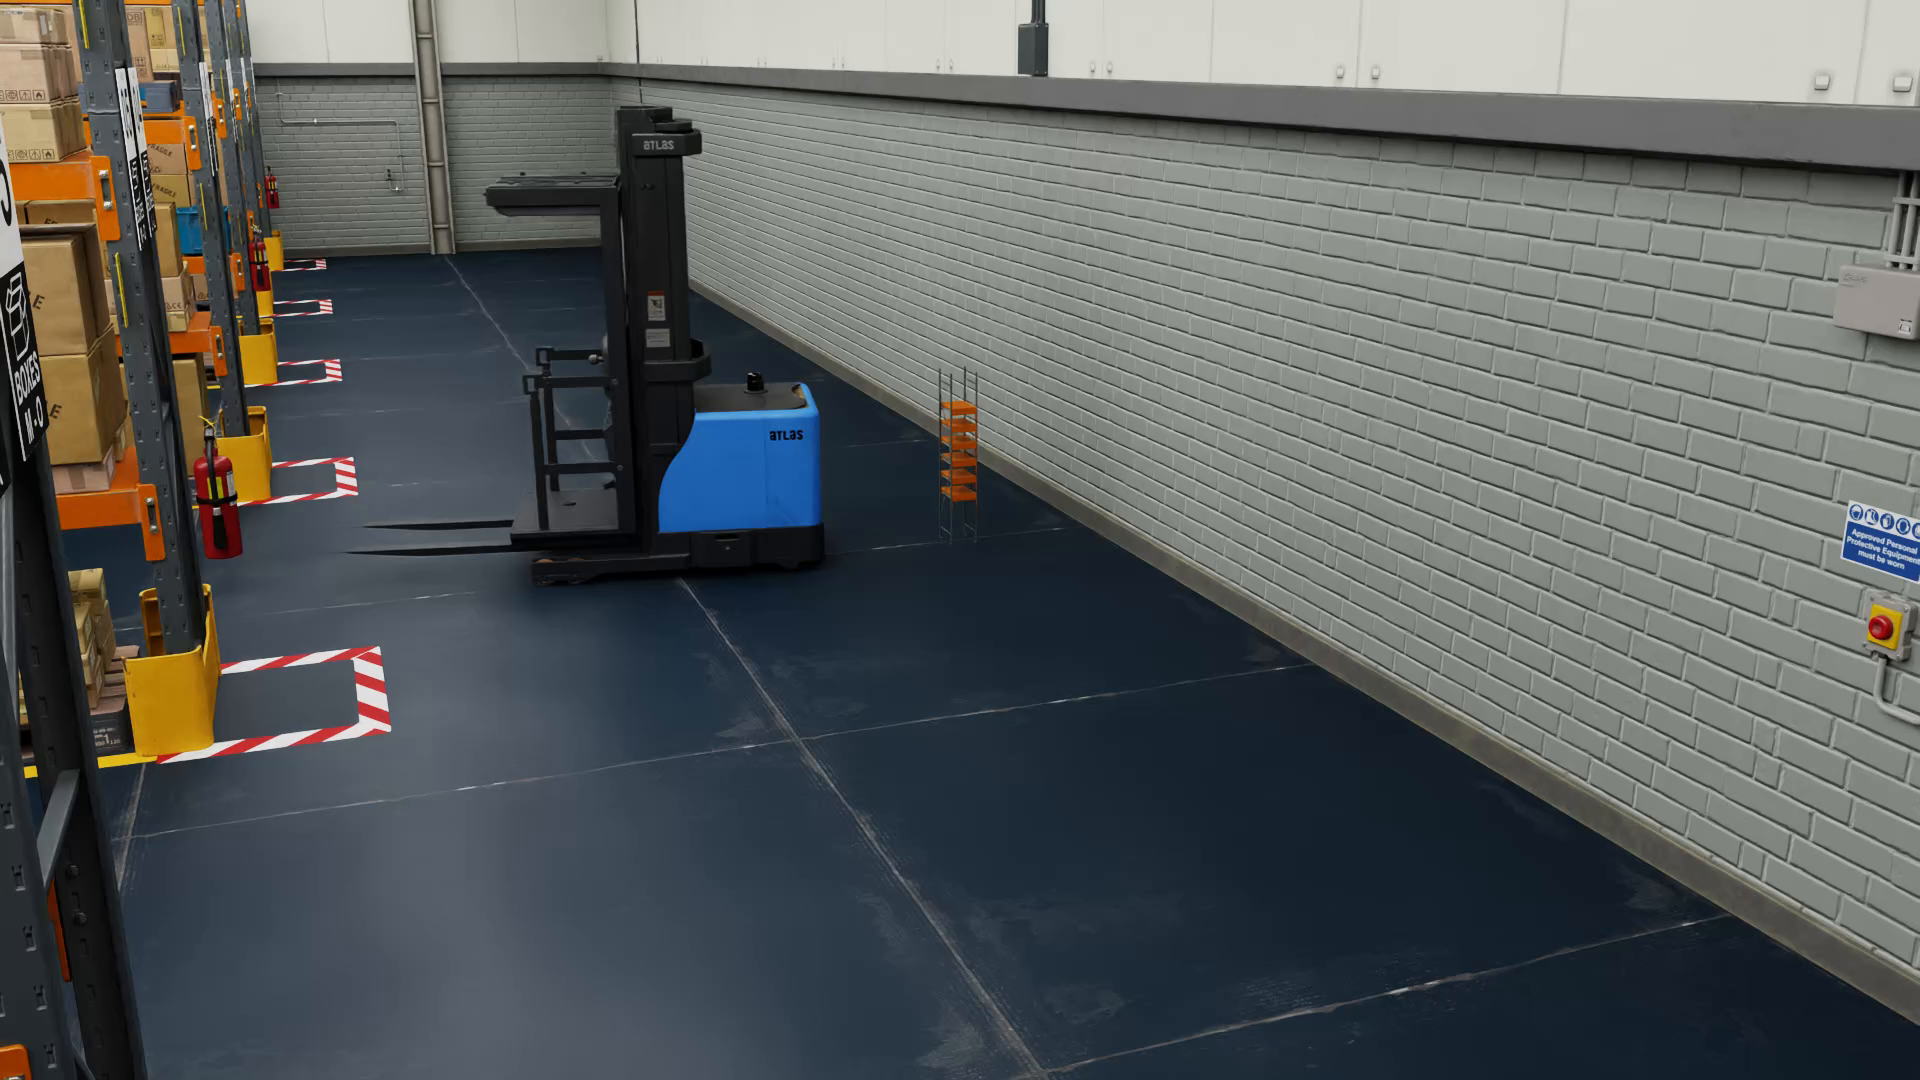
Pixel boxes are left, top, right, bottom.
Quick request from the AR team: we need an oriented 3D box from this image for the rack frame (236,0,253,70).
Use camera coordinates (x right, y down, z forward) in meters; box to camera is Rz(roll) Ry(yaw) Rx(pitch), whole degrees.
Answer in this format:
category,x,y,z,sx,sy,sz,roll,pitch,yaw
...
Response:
category,x,y,z,sx,sy,sz,roll,pitch,yaw
rack frame,-10.949,-8.668,25.143,0.127,3.000,1.000,-6,17,-20

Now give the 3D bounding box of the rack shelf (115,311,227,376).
category,x,y,z,sx,sy,sz,roll,pitch,yaw
rack shelf,-7.499,-1.333,12.089,4.000,0.370,1.077,-6,17,-20

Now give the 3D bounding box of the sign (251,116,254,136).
category,x,y,z,sx,sy,sz,roll,pitch,yaw
sign,-10.768,-6.314,25.301,0.005,0.325,0.100,-6,17,-20

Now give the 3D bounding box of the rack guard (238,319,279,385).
category,x,y,z,sx,sy,sz,roll,pitch,yaw
rack guard,-7.386,-1.989,17.484,0.348,0.500,1.175,-6,17,-20

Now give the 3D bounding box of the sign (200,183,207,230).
category,x,y,z,sx,sy,sz,roll,pitch,yaw
sign,-5.451,-2.404,11.987,0.005,0.325,0.100,-6,17,-20

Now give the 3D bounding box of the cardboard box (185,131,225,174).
category,x,y,z,sx,sy,sz,roll,pitch,yaw
cardboard box,-9.490,-4.897,20.997,0.500,0.500,0.500,-6,18,-21

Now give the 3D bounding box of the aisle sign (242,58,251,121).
category,x,y,z,sx,sy,sz,roll,pitch,yaw
aisle sign,-9.214,-5.818,21.472,0.004,0.787,0.394,-6,17,-20

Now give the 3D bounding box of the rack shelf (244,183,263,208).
category,x,y,z,sx,sy,sz,roll,pitch,yaw
rack shelf,-12.817,-5.242,25.403,4.000,0.370,1.077,-6,17,-20

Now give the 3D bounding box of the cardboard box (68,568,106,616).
category,x,y,z,sx,sy,sz,roll,pitch,yaw
cardboard box,-4.562,0.280,8.579,0.250,0.149,0.380,-7,18,-23

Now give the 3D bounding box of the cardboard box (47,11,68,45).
category,x,y,z,sx,sy,sz,roll,pitch,yaw
cardboard box,-4.335,-2.390,7.761,0.250,0.149,0.380,-6,18,-21

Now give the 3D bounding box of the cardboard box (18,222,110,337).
category,x,y,z,sx,sy,sz,roll,pitch,yaw
cardboard box,-4.466,-1.259,8.083,0.500,0.500,0.500,-6,17,-20

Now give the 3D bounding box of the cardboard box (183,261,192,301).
category,x,y,z,sx,sy,sz,roll,pitch,yaw
cardboard box,-6.177,-1.973,12.731,0.500,0.250,0.500,-7,18,-22

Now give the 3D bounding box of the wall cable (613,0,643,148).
category,x,y,z,sx,sy,sz,roll,pitch,yaw
wall cable,-5.540,-7.654,27.202,0.112,2.526,3.097,-6,17,-20

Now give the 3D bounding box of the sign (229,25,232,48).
category,x,y,z,sx,sy,sz,roll,pitch,yaw
sign,-8.993,-6.202,20.500,0.005,0.325,0.100,-6,17,-20

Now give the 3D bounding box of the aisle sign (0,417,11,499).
category,x,y,z,sx,sy,sz,roll,pitch,yaw
aisle sign,-1.908,-0.445,3.176,0.004,0.787,0.394,-6,17,-20

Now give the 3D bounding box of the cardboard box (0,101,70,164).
category,x,y,z,sx,sy,sz,roll,pitch,yaw
cardboard box,-4.282,-1.816,7.401,0.500,0.250,0.500,-7,18,-21

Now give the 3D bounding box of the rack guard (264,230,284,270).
category,x,y,z,sx,sy,sz,roll,pitch,yaw
rack guard,-10.927,-4.592,26.349,0.348,0.500,1.175,-6,17,-20

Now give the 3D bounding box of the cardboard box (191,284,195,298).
category,x,y,z,sx,sy,sz,roll,pitch,yaw
cardboard box,-10.003,-3.201,21.423,0.250,0.166,0.380,-6,17,-20

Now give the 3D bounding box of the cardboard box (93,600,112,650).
category,x,y,z,sx,sy,sz,roll,pitch,yaw
cardboard box,-4.533,0.445,8.547,0.250,0.149,0.380,-5,17,-18

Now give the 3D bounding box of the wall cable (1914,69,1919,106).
category,x,y,z,sx,sy,sz,roll,pitch,yaw
wall cable,3.125,-2.798,5.156,0.029,3.000,0.463,-6,17,-20

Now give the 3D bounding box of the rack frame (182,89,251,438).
category,x,y,z,sx,sy,sz,roll,pitch,yaw
rack frame,-5.632,-1.879,12.674,0.127,3.000,1.000,-6,17,-20

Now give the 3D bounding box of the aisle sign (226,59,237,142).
category,x,y,z,sx,sy,sz,roll,pitch,yaw
aisle sign,-7.232,-4.360,16.508,0.004,0.787,0.394,-6,17,-20

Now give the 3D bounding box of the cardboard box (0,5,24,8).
category,x,y,z,sx,sy,sz,roll,pitch,yaw
cardboard box,-11.486,-6.174,20.023,0.500,0.500,0.700,-6,17,-20

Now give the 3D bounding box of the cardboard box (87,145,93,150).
category,x,y,z,sx,sy,sz,roll,pitch,yaw
cardboard box,-10.924,-4.740,20.465,0.500,0.500,0.500,-6,17,-18

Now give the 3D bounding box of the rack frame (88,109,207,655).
category,x,y,z,sx,sy,sz,roll,pitch,yaw
rack frame,-3.951,-0.564,8.196,0.127,3.000,1.000,-6,17,-20

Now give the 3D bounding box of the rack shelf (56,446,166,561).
category,x,y,z,sx,sy,sz,roll,pitch,yaw
rack shelf,-5.819,-0.017,7.611,4.000,0.370,1.077,-6,17,-20

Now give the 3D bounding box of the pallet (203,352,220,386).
category,x,y,z,sx,sy,sz,roll,pitch,yaw
pallet,-8.188,-1.772,17.257,1.213,0.211,1.003,-6,17,-20

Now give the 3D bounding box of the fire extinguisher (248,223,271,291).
category,x,y,z,sx,sy,sz,roll,pitch,yaw
fire extinguisher,-7.101,-2.862,16.820,0.183,0.674,0.296,-6,17,-20

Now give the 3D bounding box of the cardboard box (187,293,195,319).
category,x,y,z,sx,sy,sz,roll,pitch,yaw
cardboard box,-6.081,-1.810,12.884,0.250,0.149,0.380,-6,17,-19

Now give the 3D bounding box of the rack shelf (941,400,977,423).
category,x,y,z,sx,sy,sz,roll,pitch,yaw
rack shelf,-0.014,-0.877,11.335,0.180,0.103,0.258,-6,17,-20

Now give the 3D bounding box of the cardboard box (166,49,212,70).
category,x,y,z,sx,sy,sz,roll,pitch,yaw
cardboard box,-9.562,-5.974,20.675,0.500,0.250,0.500,-6,17,-20

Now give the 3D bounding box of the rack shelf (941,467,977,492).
category,x,y,z,sx,sy,sz,roll,pitch,yaw
rack shelf,-0.014,-0.416,11.471,0.180,0.103,0.258,-6,17,-20

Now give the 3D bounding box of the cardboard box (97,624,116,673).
category,x,y,z,sx,sy,sz,roll,pitch,yaw
cardboard box,-4.555,0.571,8.645,0.250,0.149,0.380,-6,17,-19

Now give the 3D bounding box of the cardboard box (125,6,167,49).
category,x,y,z,sx,sy,sz,roll,pitch,yaw
cardboard box,-10.144,-6.369,20.687,0.500,0.500,0.700,-6,17,-20

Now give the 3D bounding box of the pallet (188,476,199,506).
category,x,y,z,sx,sy,sz,roll,pitch,yaw
pallet,-6.351,-0.440,12.723,1.213,0.211,1.003,-6,17,-20

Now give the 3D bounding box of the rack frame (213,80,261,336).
category,x,y,z,sx,sy,sz,roll,pitch,yaw
rack frame,-7.404,-3.183,17.112,0.127,3.000,1.000,-6,17,-20

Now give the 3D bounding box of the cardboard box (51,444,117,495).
category,x,y,z,sx,sy,sz,roll,pitch,yaw
cardboard box,-4.155,-0.336,7.866,0.250,0.149,0.380,-6,17,-20

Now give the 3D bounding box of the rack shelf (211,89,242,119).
category,x,y,z,sx,sy,sz,roll,pitch,yaw
rack shelf,-11.041,-5.379,20.543,4.000,0.370,1.077,-6,17,-20

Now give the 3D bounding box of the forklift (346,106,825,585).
category,x,y,z,sx,sy,sz,roll,pitch,yaw
forklift,-2.456,-1.277,10.746,3.031,2.935,1.130,-3,17,-9

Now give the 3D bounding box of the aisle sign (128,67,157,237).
category,x,y,z,sx,sy,sz,roll,pitch,yaw
aisle sign,-3.991,-1.898,8.123,0.004,0.787,0.394,-6,17,-20

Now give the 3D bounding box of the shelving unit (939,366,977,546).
category,x,y,z,sx,sy,sz,roll,pitch,yaw
shelving unit,-0.014,-0.574,11.424,0.189,1.200,0.258,-6,17,-20

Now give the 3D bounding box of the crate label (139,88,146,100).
category,x,y,z,sx,sy,sz,roll,pitch,yaw
crate label,-8.381,-4.542,16.683,0.502,0.251,0.408,-6,17,-20

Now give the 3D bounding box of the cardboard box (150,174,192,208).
category,x,y,z,sx,sy,sz,roll,pitch,yaw
cardboard box,-9.977,-4.364,20.958,0.500,0.500,0.500,-6,17,-20

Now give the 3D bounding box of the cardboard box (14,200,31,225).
category,x,y,z,sx,sy,sz,roll,pitch,yaw
cardboard box,-7.125,-2.228,12.270,0.500,0.500,0.500,-7,18,-22

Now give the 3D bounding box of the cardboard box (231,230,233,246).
category,x,y,z,sx,sy,sz,roll,pitch,yaw
cardboard box,-11.567,-4.694,25.951,0.500,0.500,0.700,-6,17,-20
